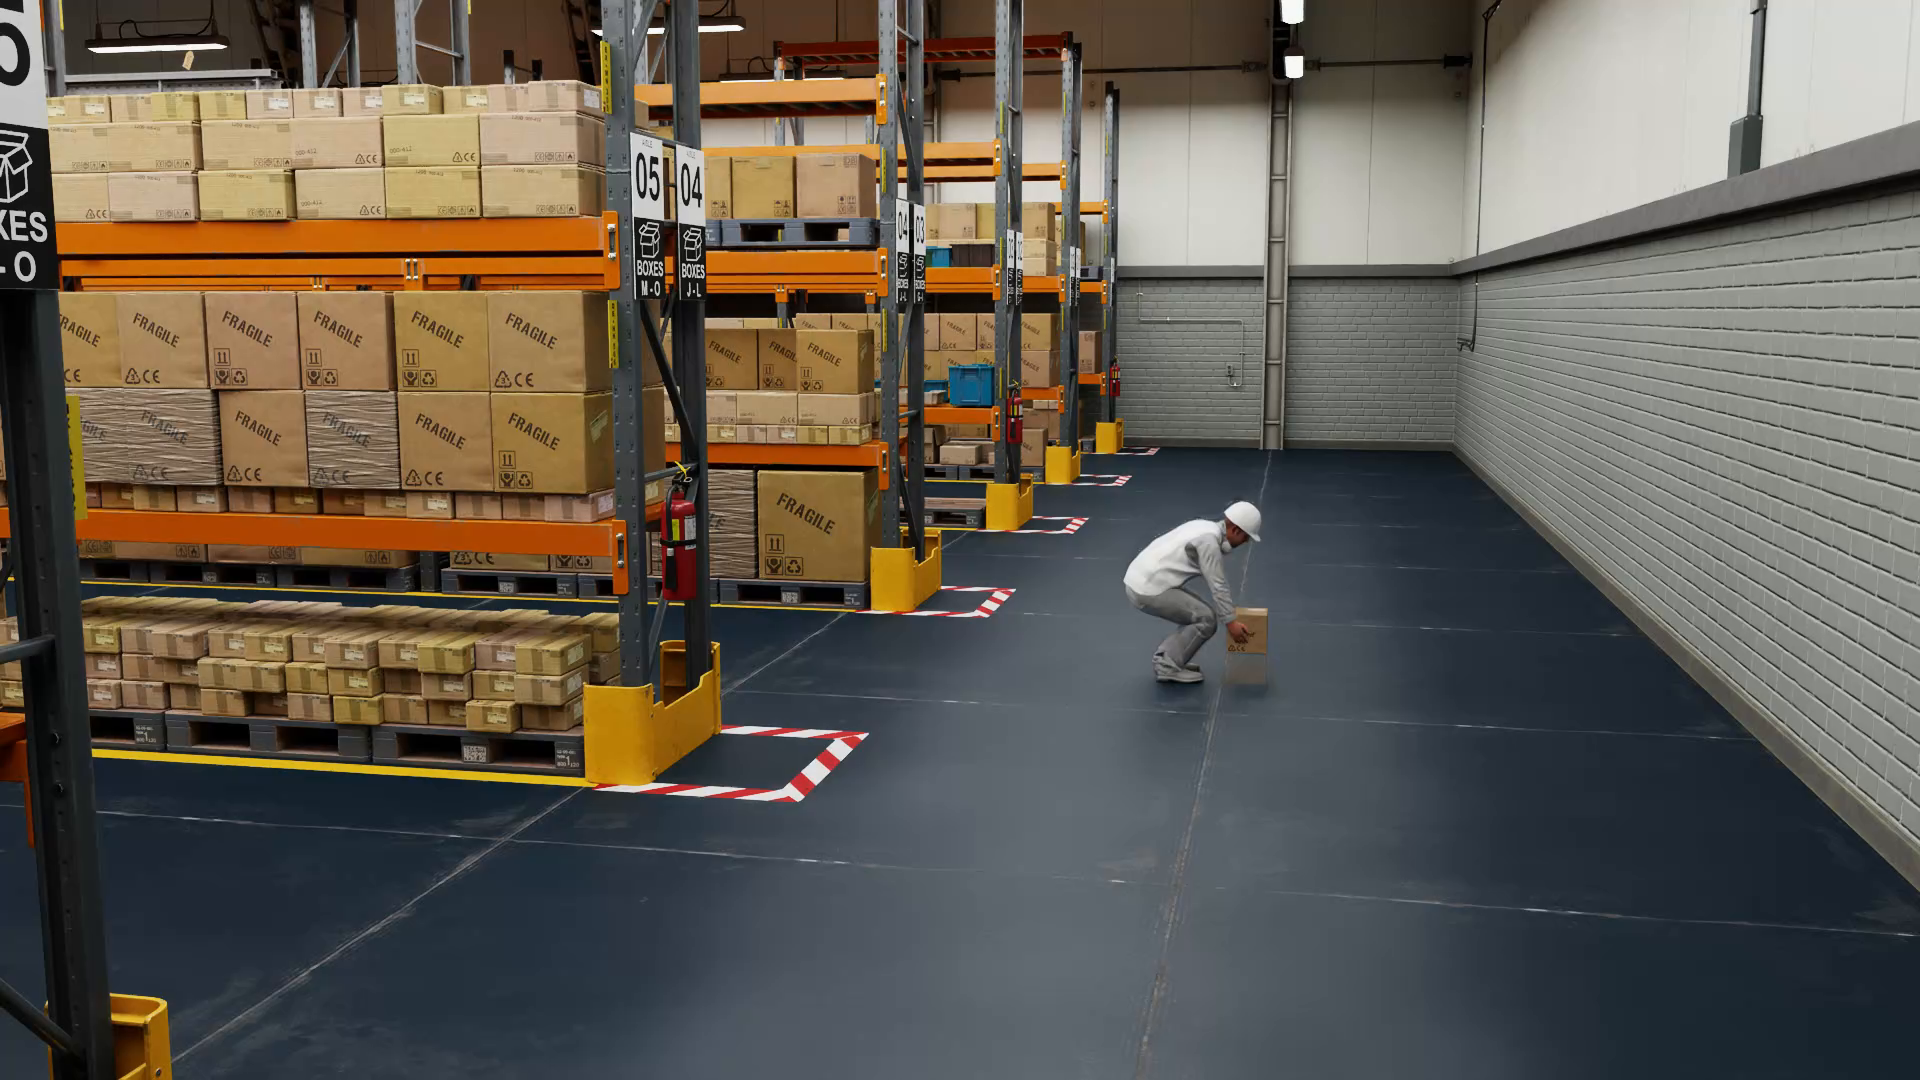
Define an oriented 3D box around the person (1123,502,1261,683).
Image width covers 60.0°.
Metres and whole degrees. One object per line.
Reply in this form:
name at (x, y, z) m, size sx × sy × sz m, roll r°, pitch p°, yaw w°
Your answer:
person at (1.492, 0.320, 10.710) m, size 0.862 × 1.144 × 0.560 m, roll 2°, pitch 8°, yaw 11°
